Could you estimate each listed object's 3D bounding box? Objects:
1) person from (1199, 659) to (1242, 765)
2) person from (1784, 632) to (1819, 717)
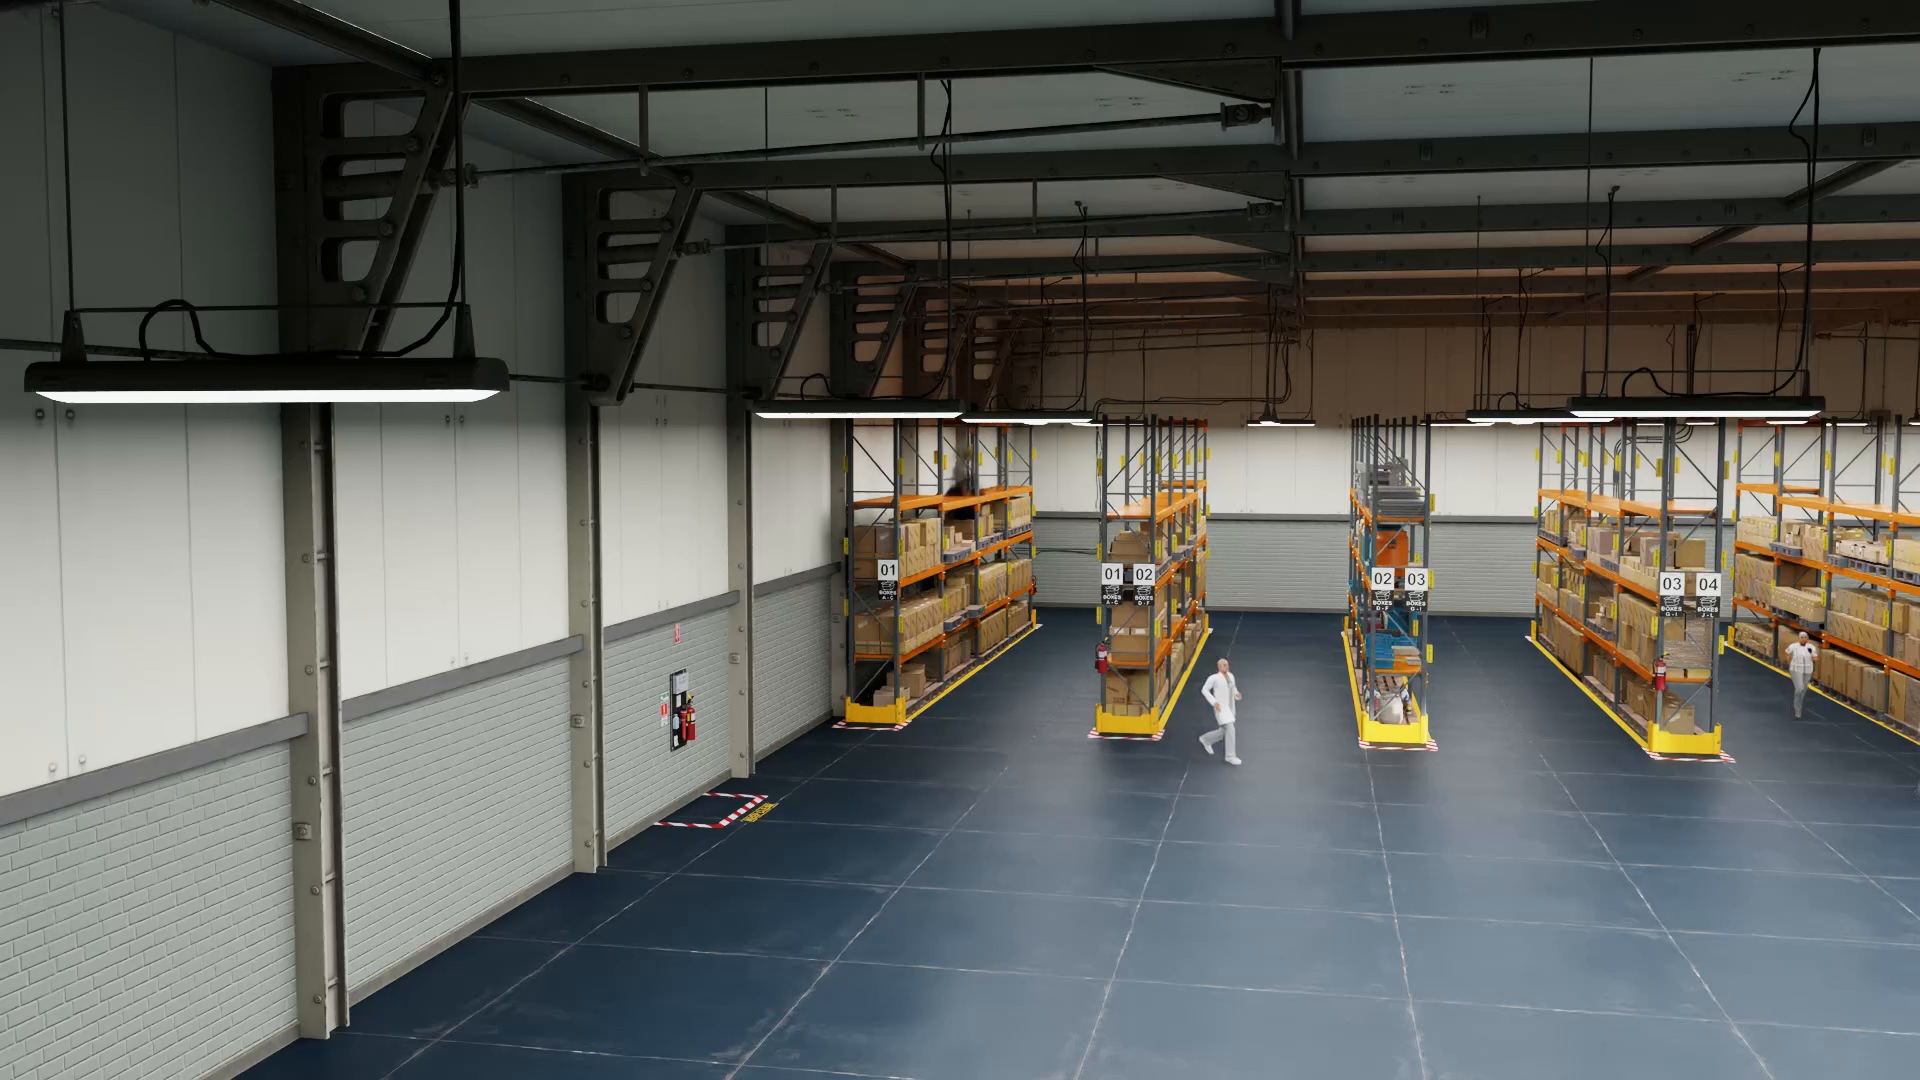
[{"bbox_3d":[4.518,2.940,28.693,0.700,1.771,0.911,-4,5,-44],"label":"person"},{"bbox_3d":[16.875,2.694,33.306,0.574,1.737,0.740,1,4,8],"label":"person"}]
